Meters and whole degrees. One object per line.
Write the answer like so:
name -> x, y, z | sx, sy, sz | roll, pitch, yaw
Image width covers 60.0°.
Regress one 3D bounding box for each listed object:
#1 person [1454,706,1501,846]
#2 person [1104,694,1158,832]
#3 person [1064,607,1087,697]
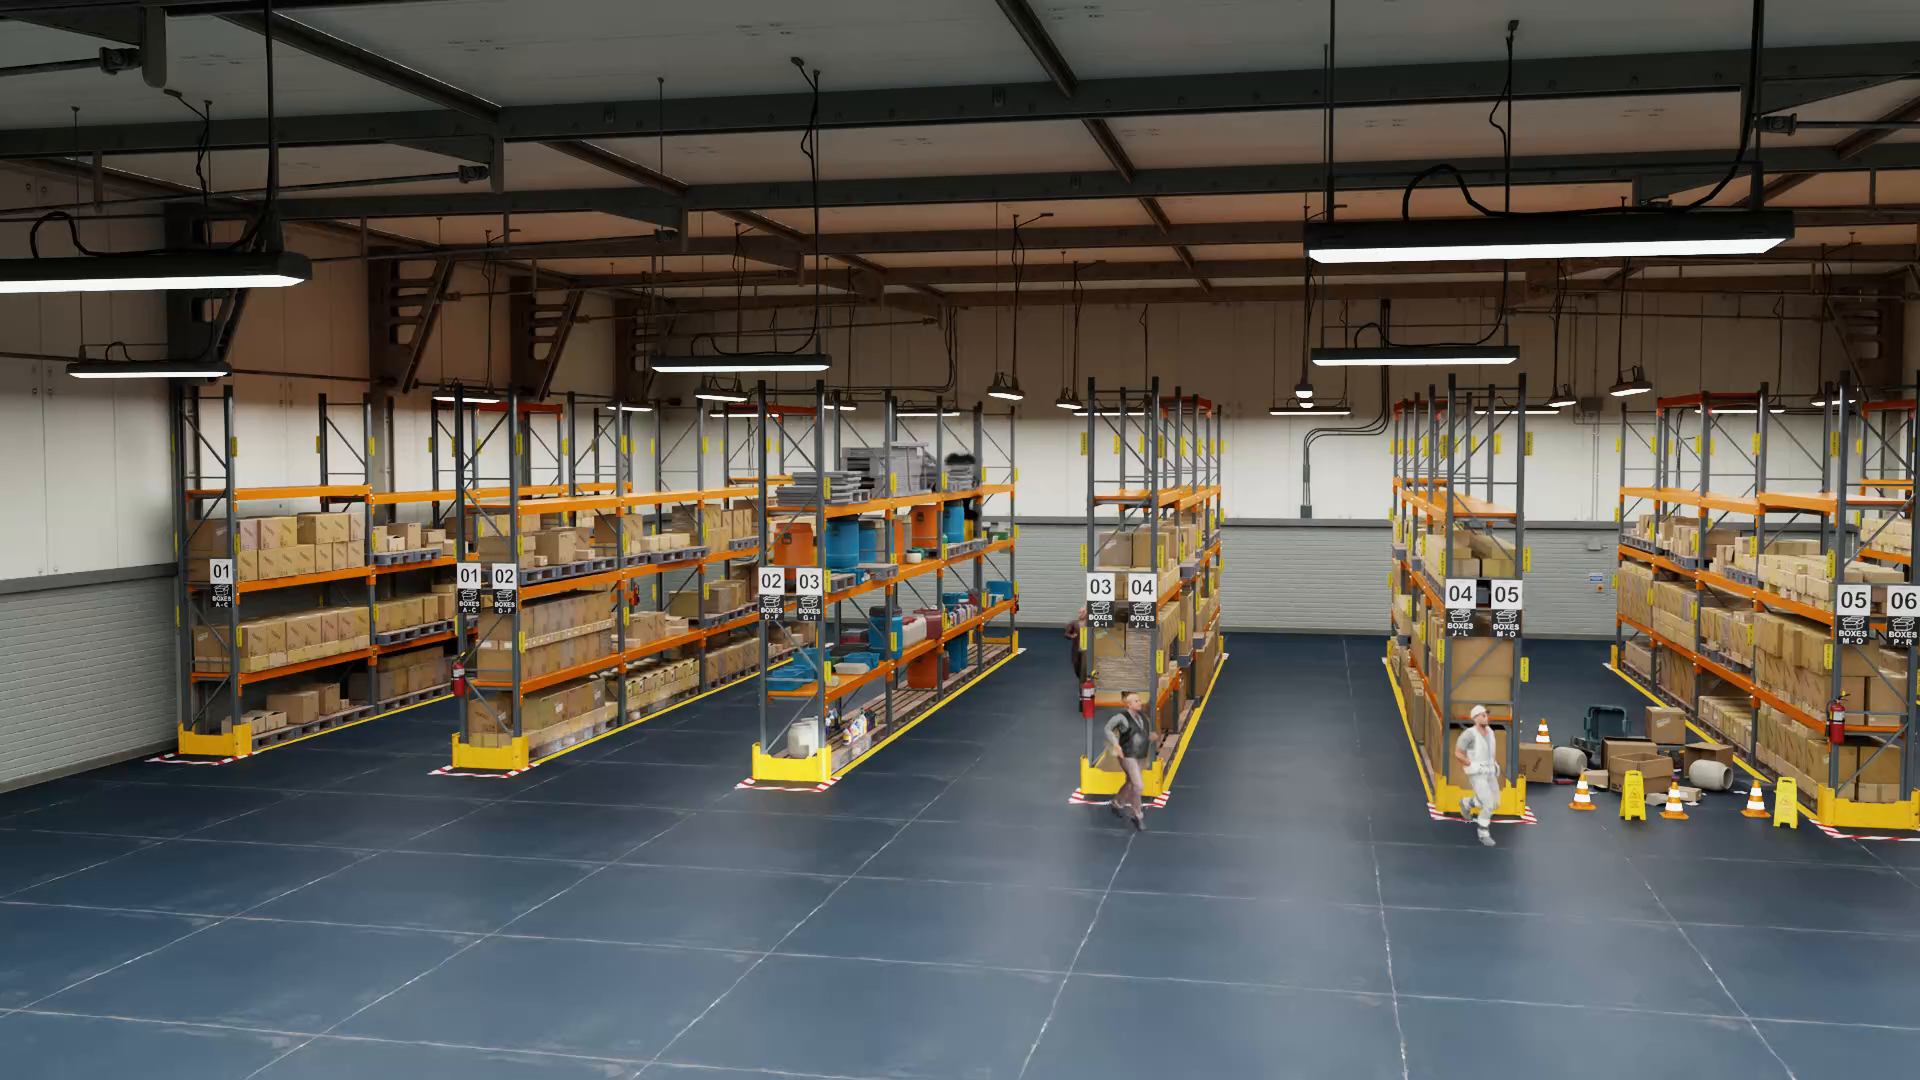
person -> 6.557, 2.961, 21.111 | 0.688, 1.736, 0.671 | -2, 4, -34
person -> 2.273, 2.917, 21.951 | 0.642, 1.785, 0.799 | -3, 4, -42
person -> 2.457, 2.222, 33.400 | 0.713, 1.767, 1.001 | 1, 3, 15
